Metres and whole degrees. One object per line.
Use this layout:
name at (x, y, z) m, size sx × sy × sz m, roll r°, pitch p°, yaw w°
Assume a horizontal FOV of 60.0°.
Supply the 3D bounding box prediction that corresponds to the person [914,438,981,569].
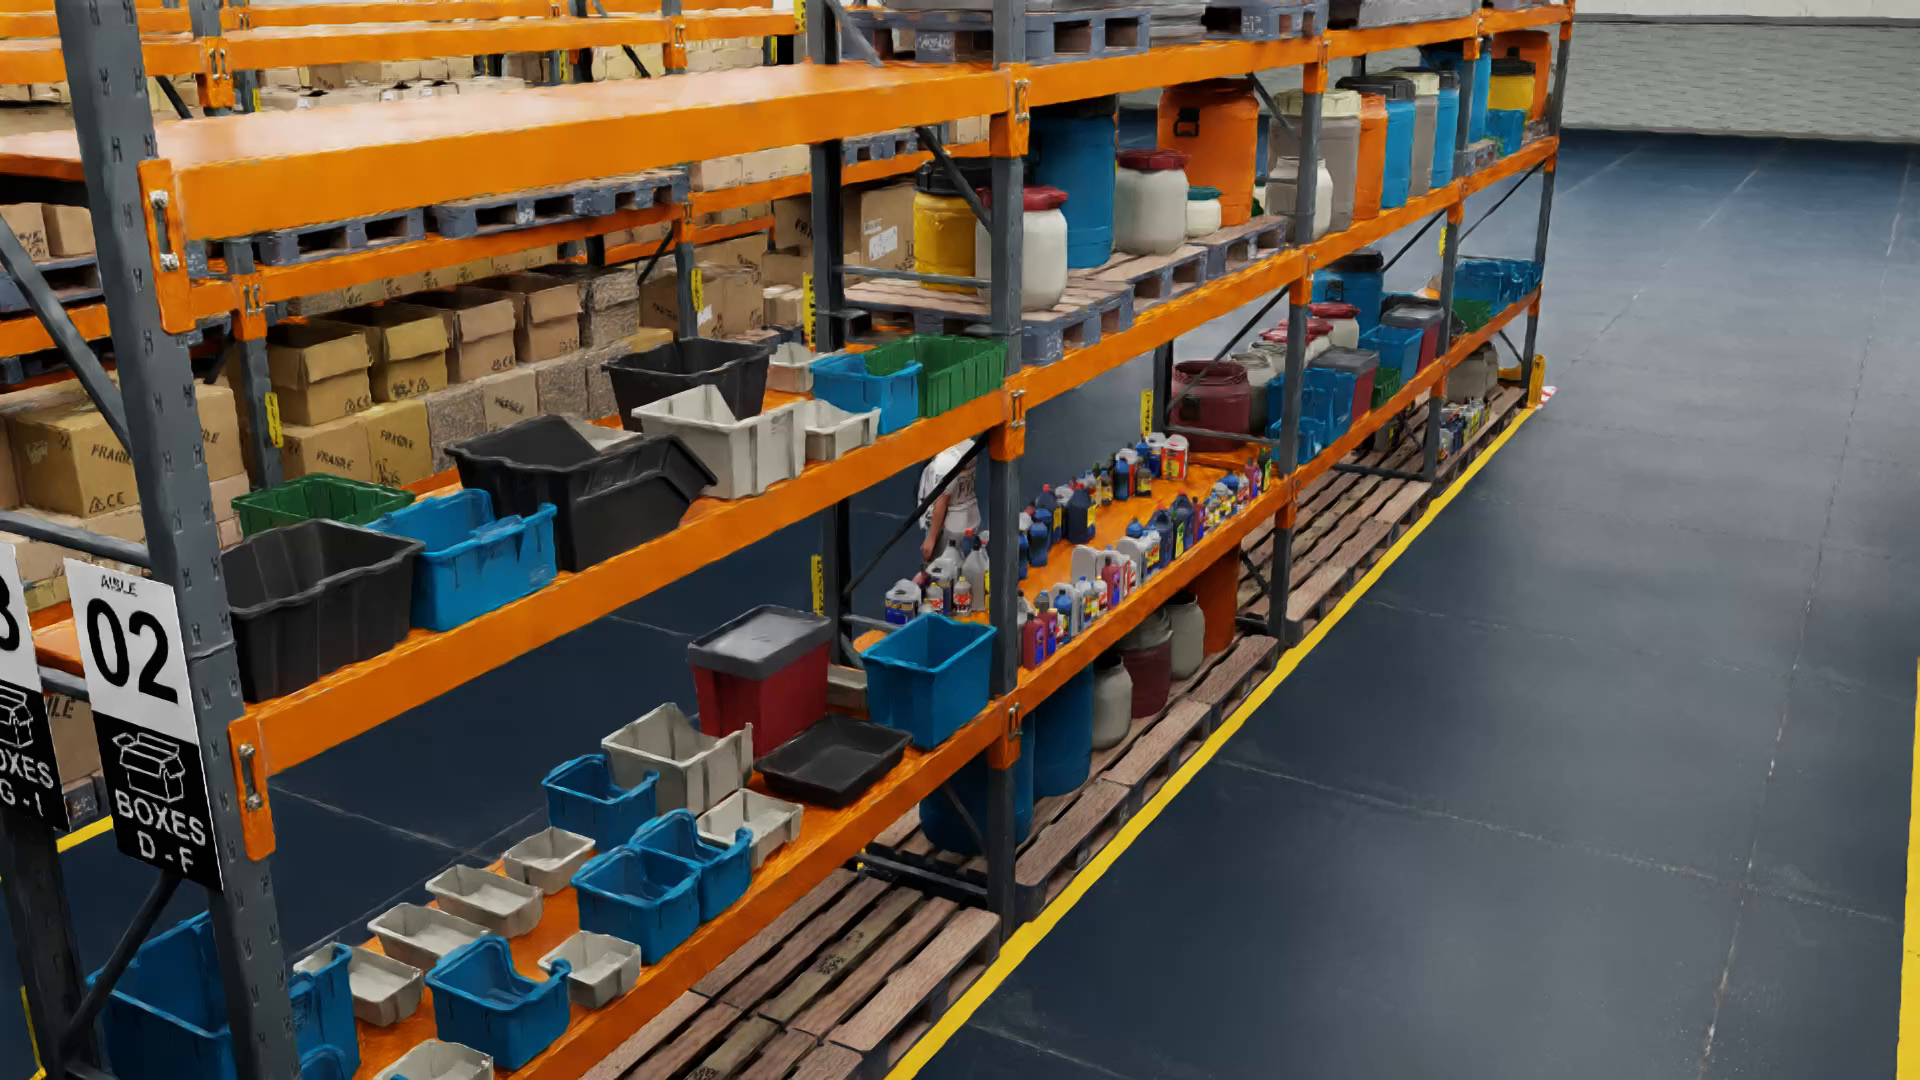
person at (-0.075, -0.075, 11.192) m, size 0.413 × 1.769 × 0.614 m, roll 8°, pitch 21°, yaw 22°
